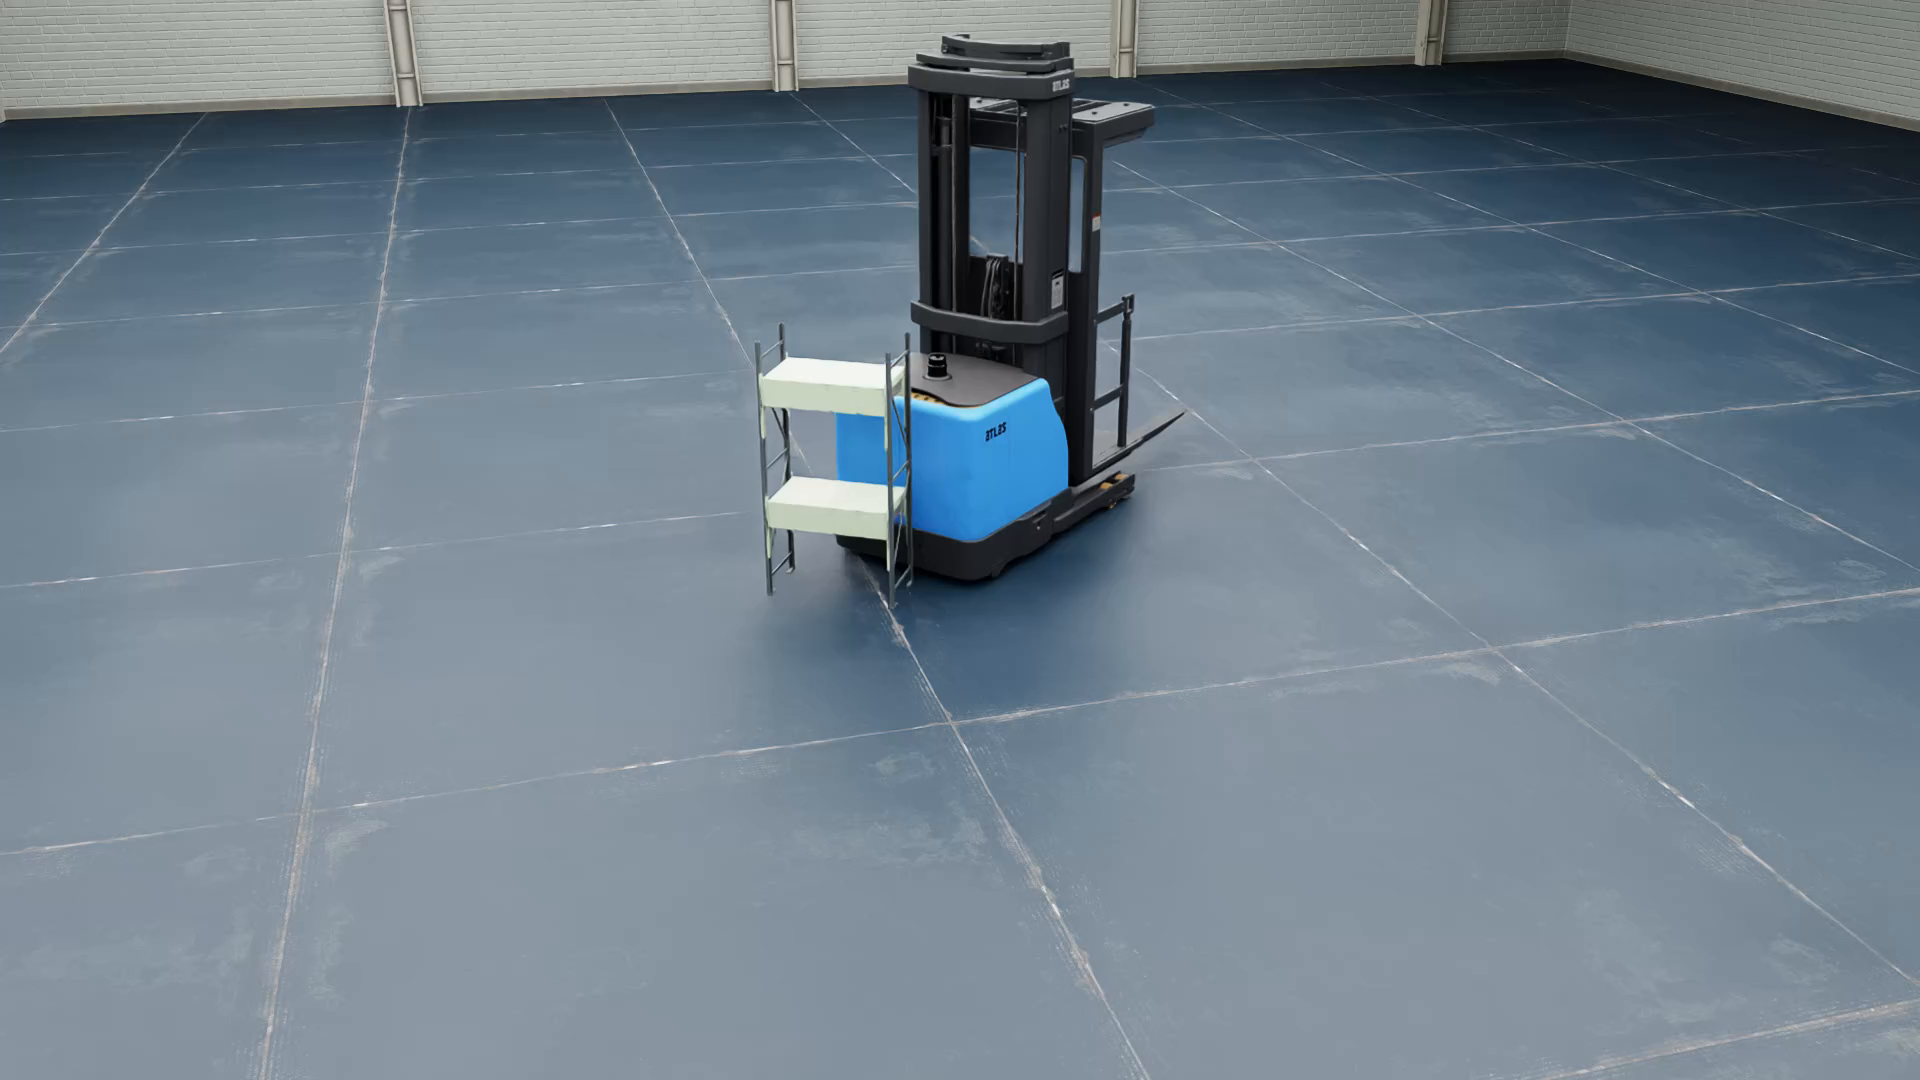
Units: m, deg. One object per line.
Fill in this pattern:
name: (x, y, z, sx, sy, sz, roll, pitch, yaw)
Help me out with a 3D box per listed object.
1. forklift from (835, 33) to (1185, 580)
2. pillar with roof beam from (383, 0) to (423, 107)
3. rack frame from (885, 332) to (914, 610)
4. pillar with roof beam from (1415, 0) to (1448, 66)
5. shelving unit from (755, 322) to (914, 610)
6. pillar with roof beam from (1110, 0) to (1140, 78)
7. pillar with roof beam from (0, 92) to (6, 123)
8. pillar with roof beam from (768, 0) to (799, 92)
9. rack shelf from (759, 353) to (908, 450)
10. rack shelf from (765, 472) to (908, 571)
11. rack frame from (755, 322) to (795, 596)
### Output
forklift: (0.489, -1.644, 10.364, 1.130, 2.935, 3.031, 15, 27, 31)
pillar with roof beam: (-7.527, -9.377, 20.691, 0.400, 9.000, 9.100, -6, 24, -14)
rack frame: (-0.333, -0.373, 9.217, 0.023, 1.500, 0.400, 6, 24, 14)
pillar with roof beam: (9.804, -11.294, 25.159, 0.400, 9.000, 9.100, -6, 24, -14)
shelving unit: (-0.687, -0.410, 9.304, 0.755, 1.500, 0.431, 6, 24, 14)
pillar with roof beam: (4.027, -10.655, 23.670, 0.400, 9.000, 9.100, -6, 24, -14)
pillar with roof beam: (-13.304, -8.738, 19.202, 0.400, 9.000, 9.100, -6, 24, -14)
pillar with roof beam: (-1.750, -10.016, 22.180, 0.400, 9.000, 9.100, -6, 24, -14)
rack shelf: (-0.687, -0.769, 9.150, 0.720, 0.370, 0.431, 6, 24, 14)
rack shelf: (-0.687, -0.110, 9.432, 0.720, 0.370, 0.431, 6, 24, 14)
rack frame: (-1.040, -0.447, 9.390, 0.023, 1.500, 0.400, 6, 24, 14)
